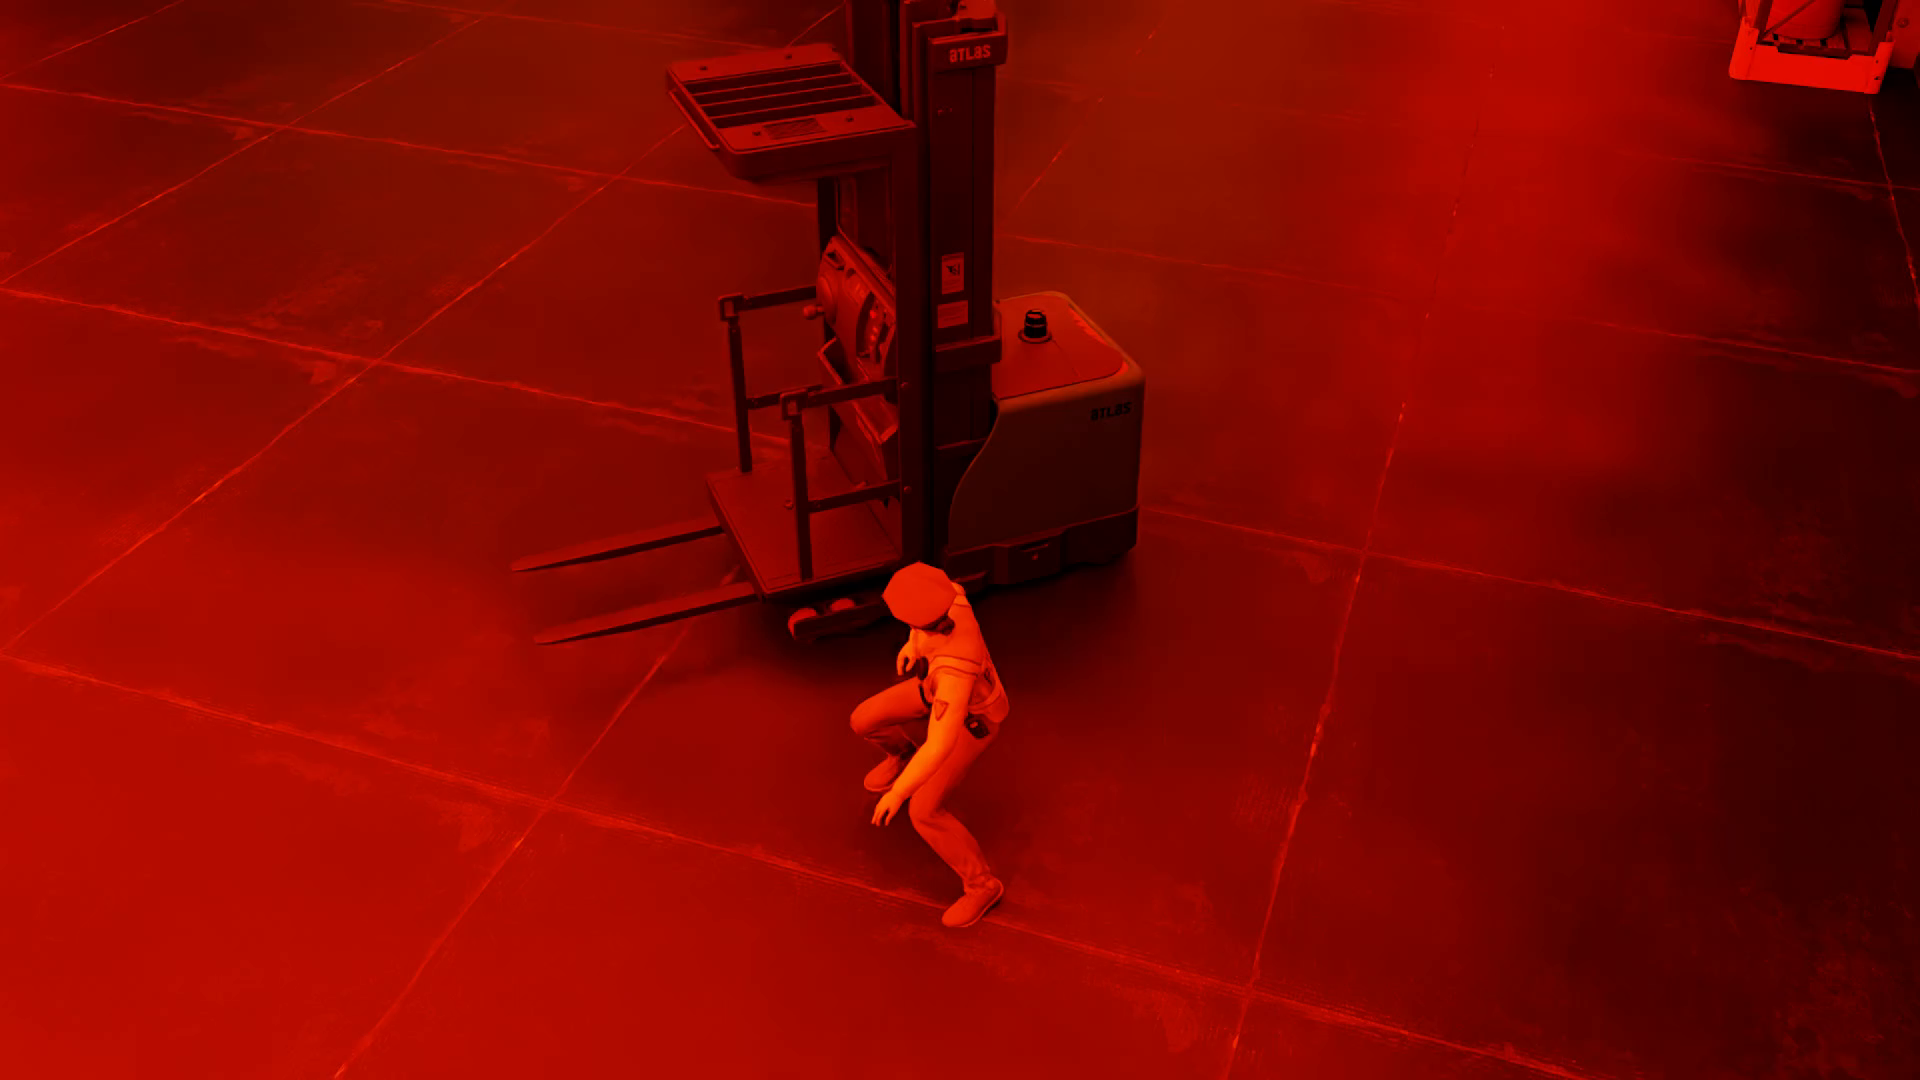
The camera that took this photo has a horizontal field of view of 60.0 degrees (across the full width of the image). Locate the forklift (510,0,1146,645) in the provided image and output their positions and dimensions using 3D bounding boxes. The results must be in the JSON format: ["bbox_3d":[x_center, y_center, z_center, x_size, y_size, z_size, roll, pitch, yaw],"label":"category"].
[{"bbox_3d":[-0.662,-1.050,7.592,3.031,2.935,1.130,-13,37,-18],"label":"forklift"}]

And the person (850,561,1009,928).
[{"bbox_3d":[-0.106,0.708,6.425,0.658,1.466,0.842,-11,37,-15],"label":"person"}]
